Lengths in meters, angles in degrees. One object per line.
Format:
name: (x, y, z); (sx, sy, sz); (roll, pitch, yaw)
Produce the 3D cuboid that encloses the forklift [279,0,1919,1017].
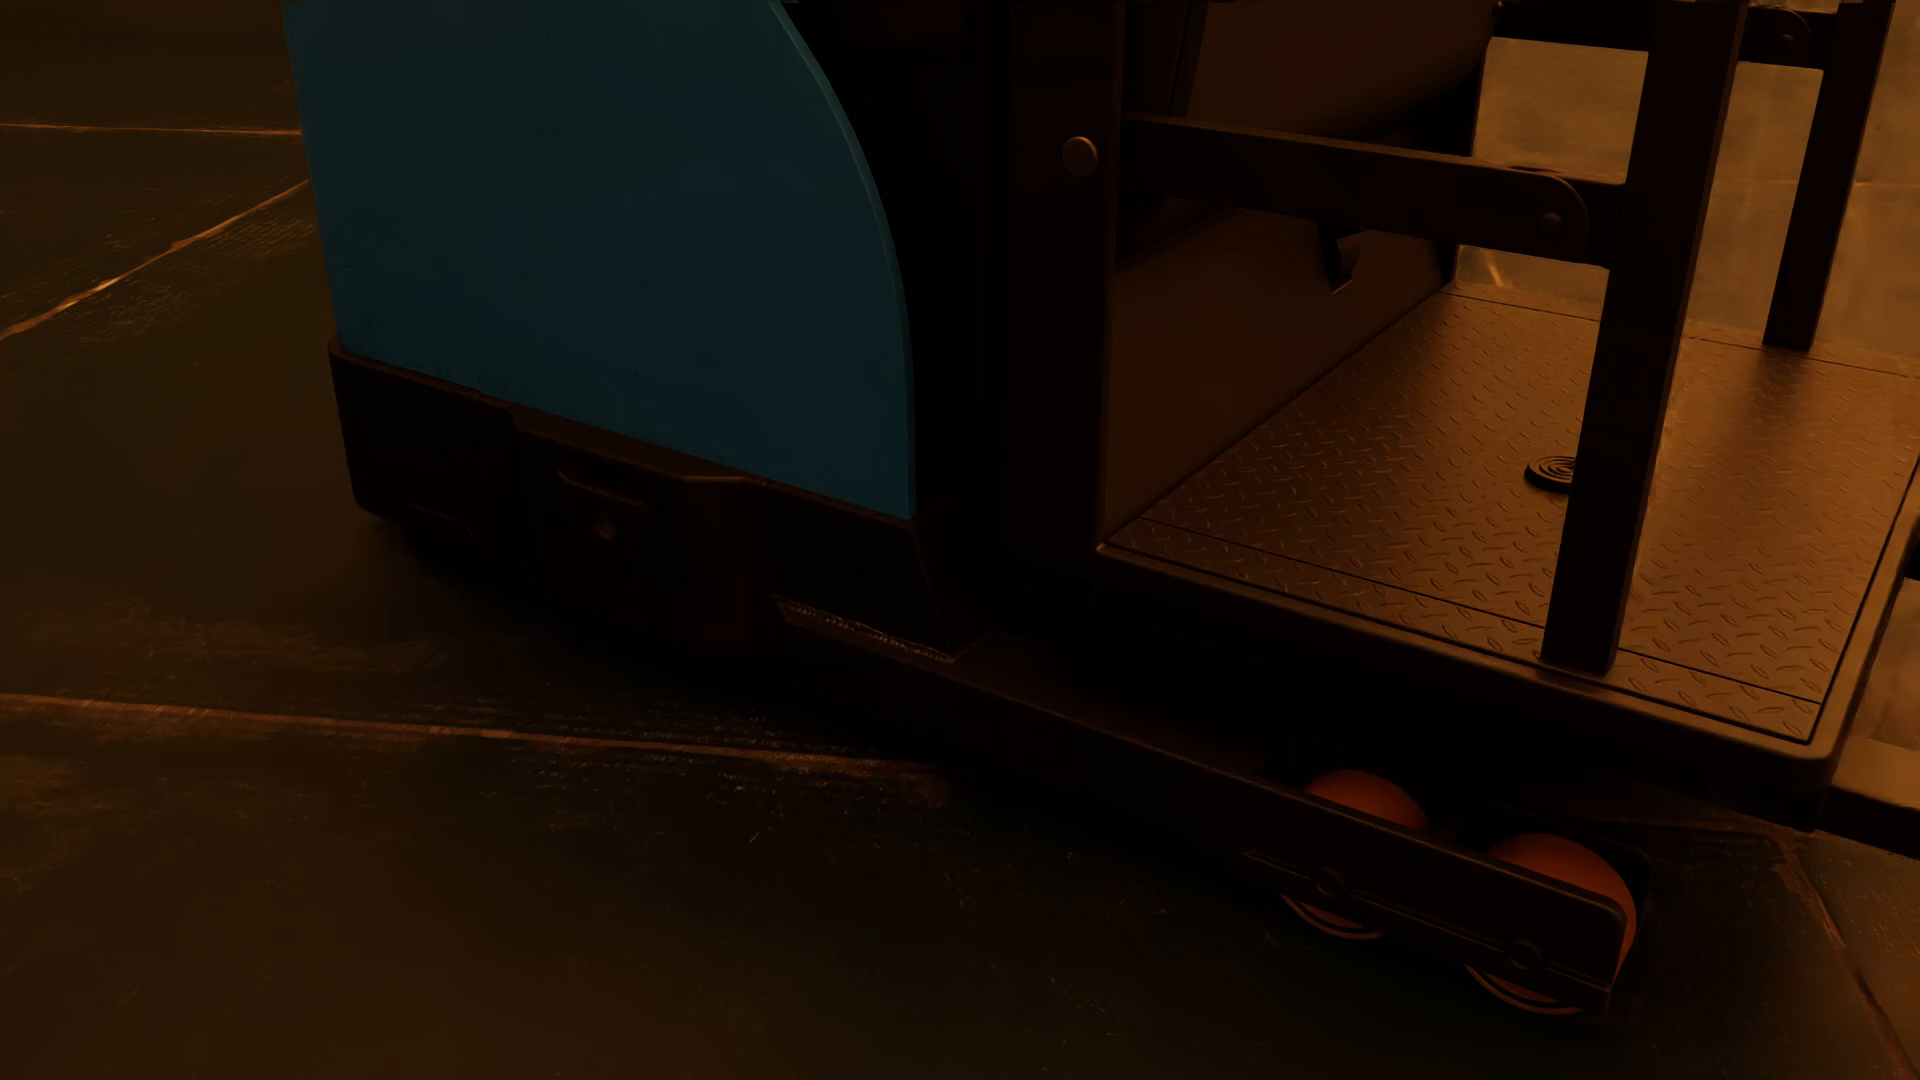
forklift: (0.604, -1.130, 1.482); (3.031, 2.935, 1.130); (17, 31, 30)
